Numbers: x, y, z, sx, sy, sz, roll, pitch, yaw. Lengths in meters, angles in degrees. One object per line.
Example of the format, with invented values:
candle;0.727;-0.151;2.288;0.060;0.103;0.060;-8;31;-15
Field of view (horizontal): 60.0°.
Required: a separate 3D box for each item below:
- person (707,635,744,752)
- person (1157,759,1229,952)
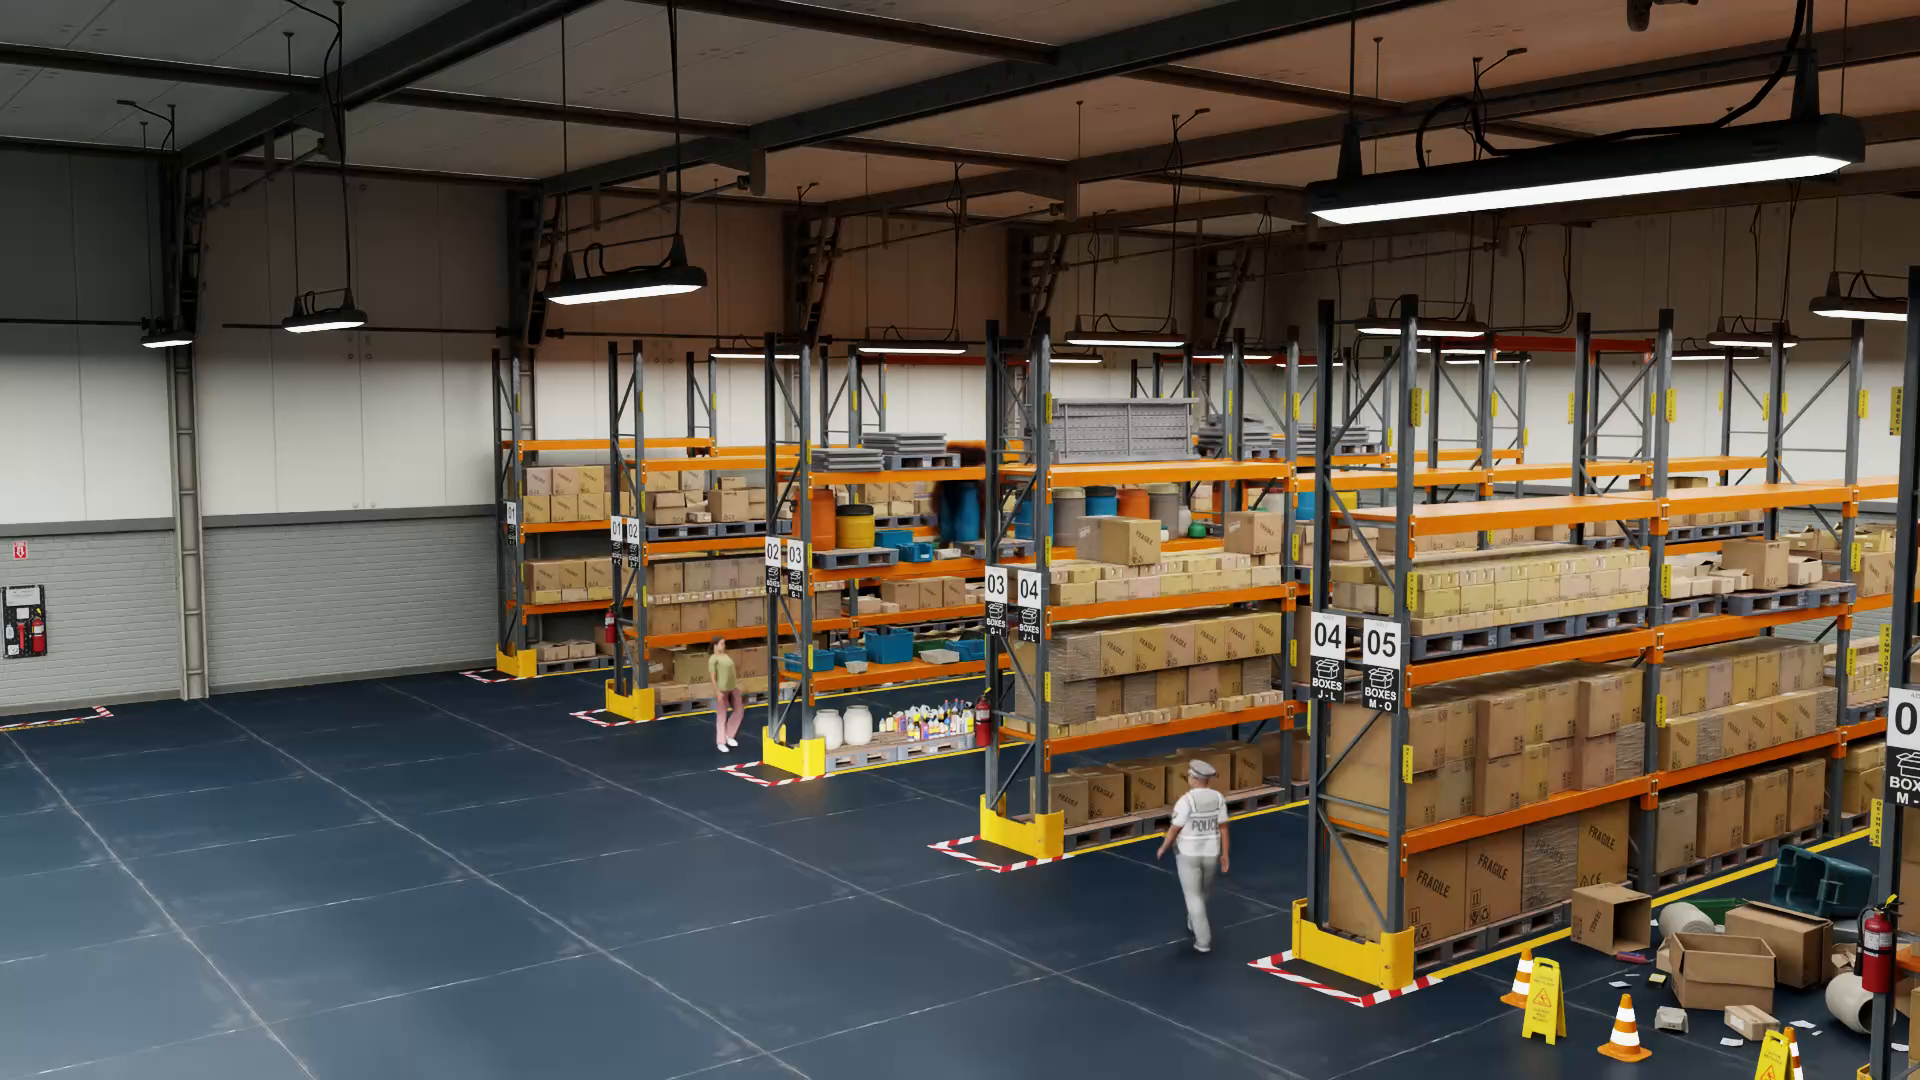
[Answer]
person;-3.412;2.211;24.201;0.491;1.667;0.555;5;7;42
person;2.186;2.908;15.641;0.610;1.726;0.968;-2;5;-18
